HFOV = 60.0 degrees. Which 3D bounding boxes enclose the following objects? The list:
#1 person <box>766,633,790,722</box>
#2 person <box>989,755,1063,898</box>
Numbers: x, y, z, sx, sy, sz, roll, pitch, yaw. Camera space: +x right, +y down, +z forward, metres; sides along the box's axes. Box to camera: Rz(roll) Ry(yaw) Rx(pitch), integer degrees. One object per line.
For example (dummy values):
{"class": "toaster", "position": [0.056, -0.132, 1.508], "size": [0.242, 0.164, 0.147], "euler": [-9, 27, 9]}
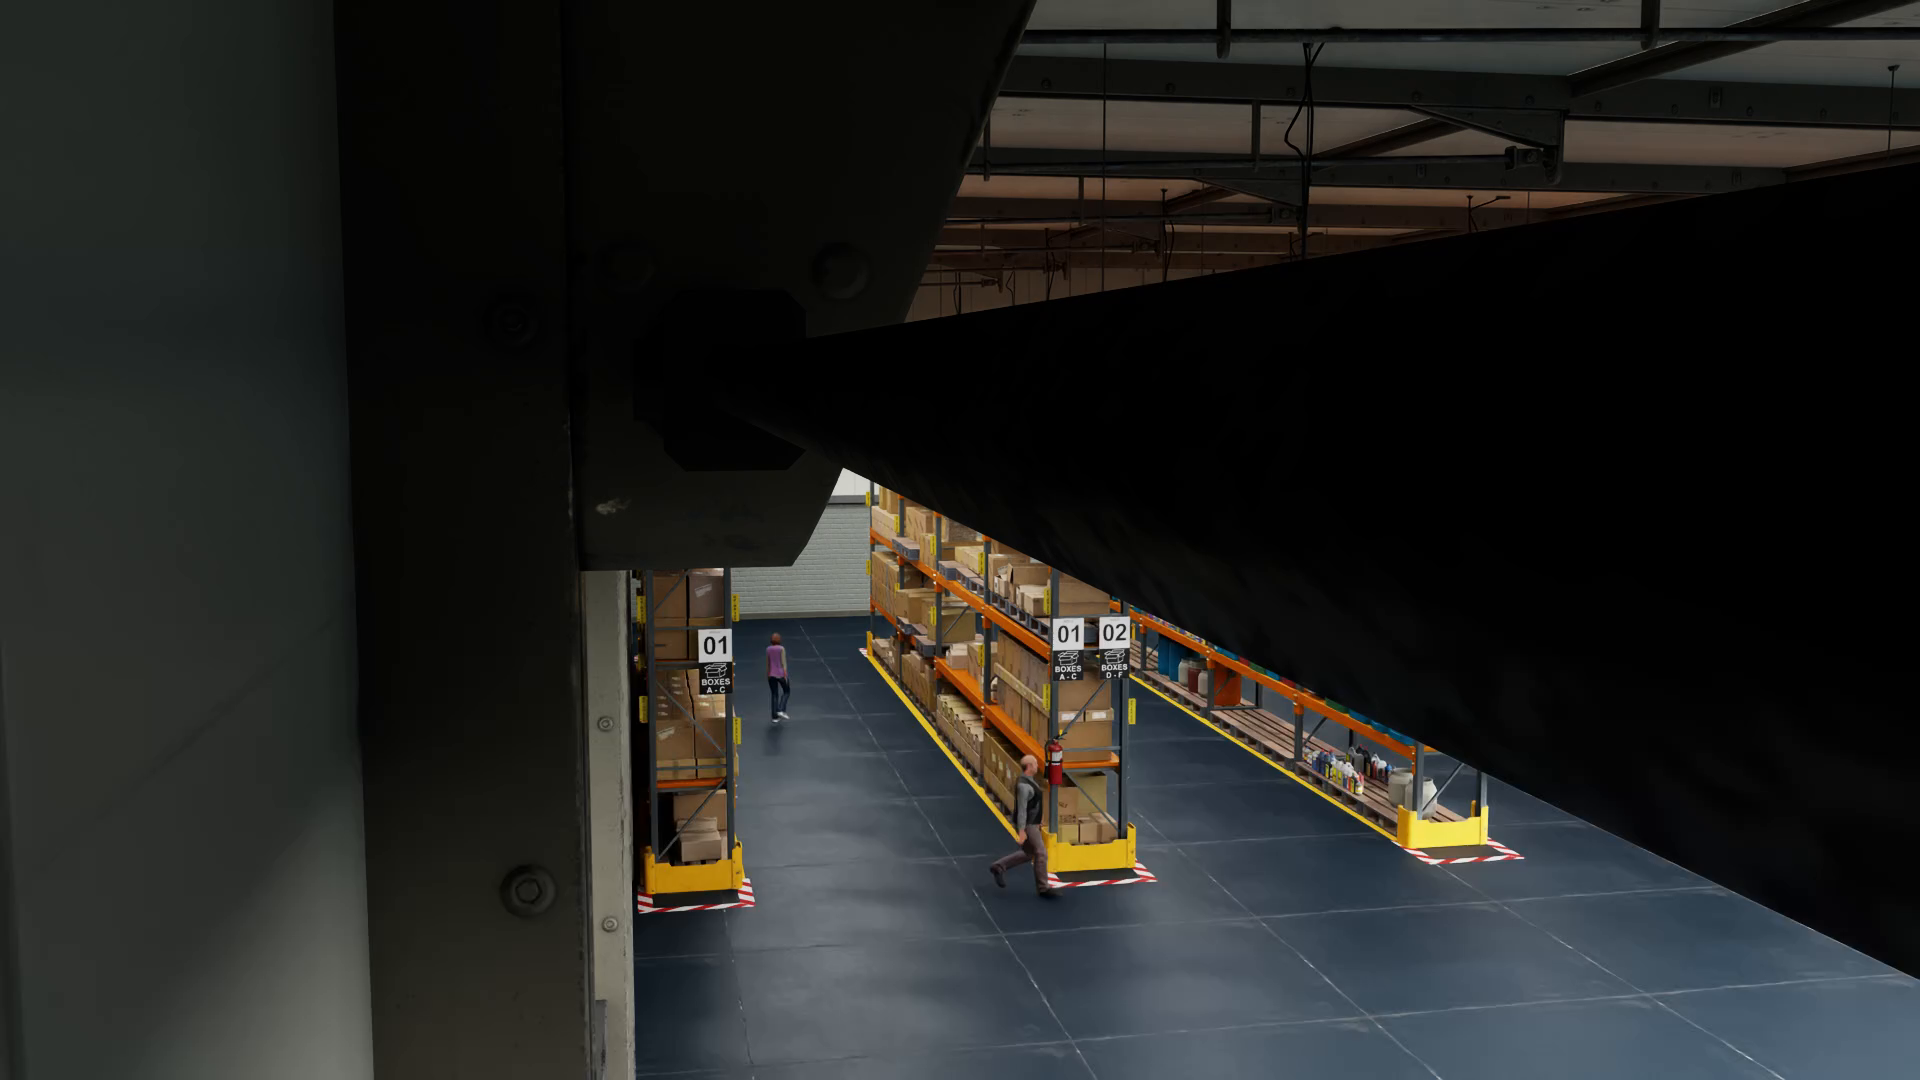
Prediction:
{"class": "person", "position": [-3.261, 2.441, 29.577], "size": [0.437, 1.580, 0.453], "euler": [1, 6, 11]}
{"class": "person", "position": [0.797, 3.407, 19.943], "size": [0.899, 1.689, 0.592], "euler": [1, 6, 5]}
